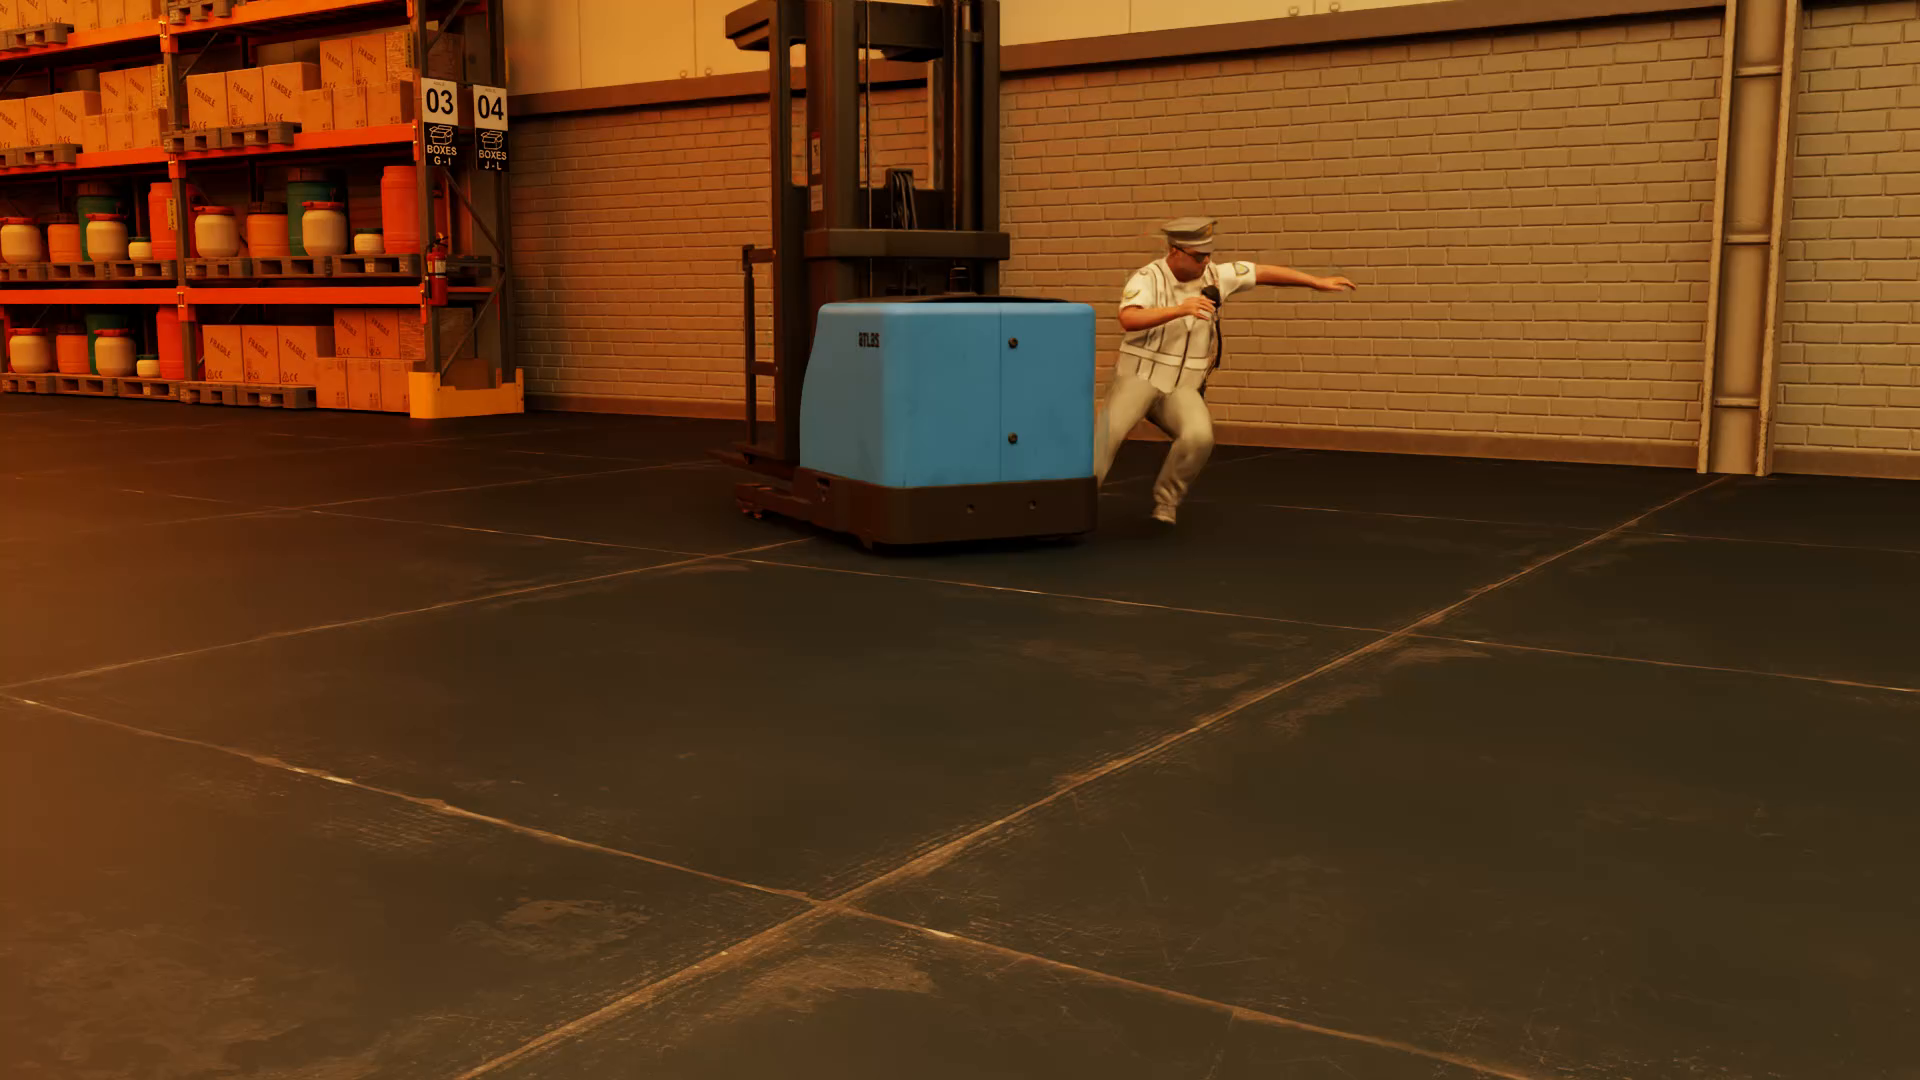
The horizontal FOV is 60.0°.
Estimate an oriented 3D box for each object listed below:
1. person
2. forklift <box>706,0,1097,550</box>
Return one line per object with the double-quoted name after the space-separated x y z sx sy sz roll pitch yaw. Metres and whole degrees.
1.065 -0.766 7.761 1.620 1.457 0.831 -3 9 -20 "person"
-0.498 -1.579 8.295 1.130 2.935 3.031 -4 9 -26 "forklift"
